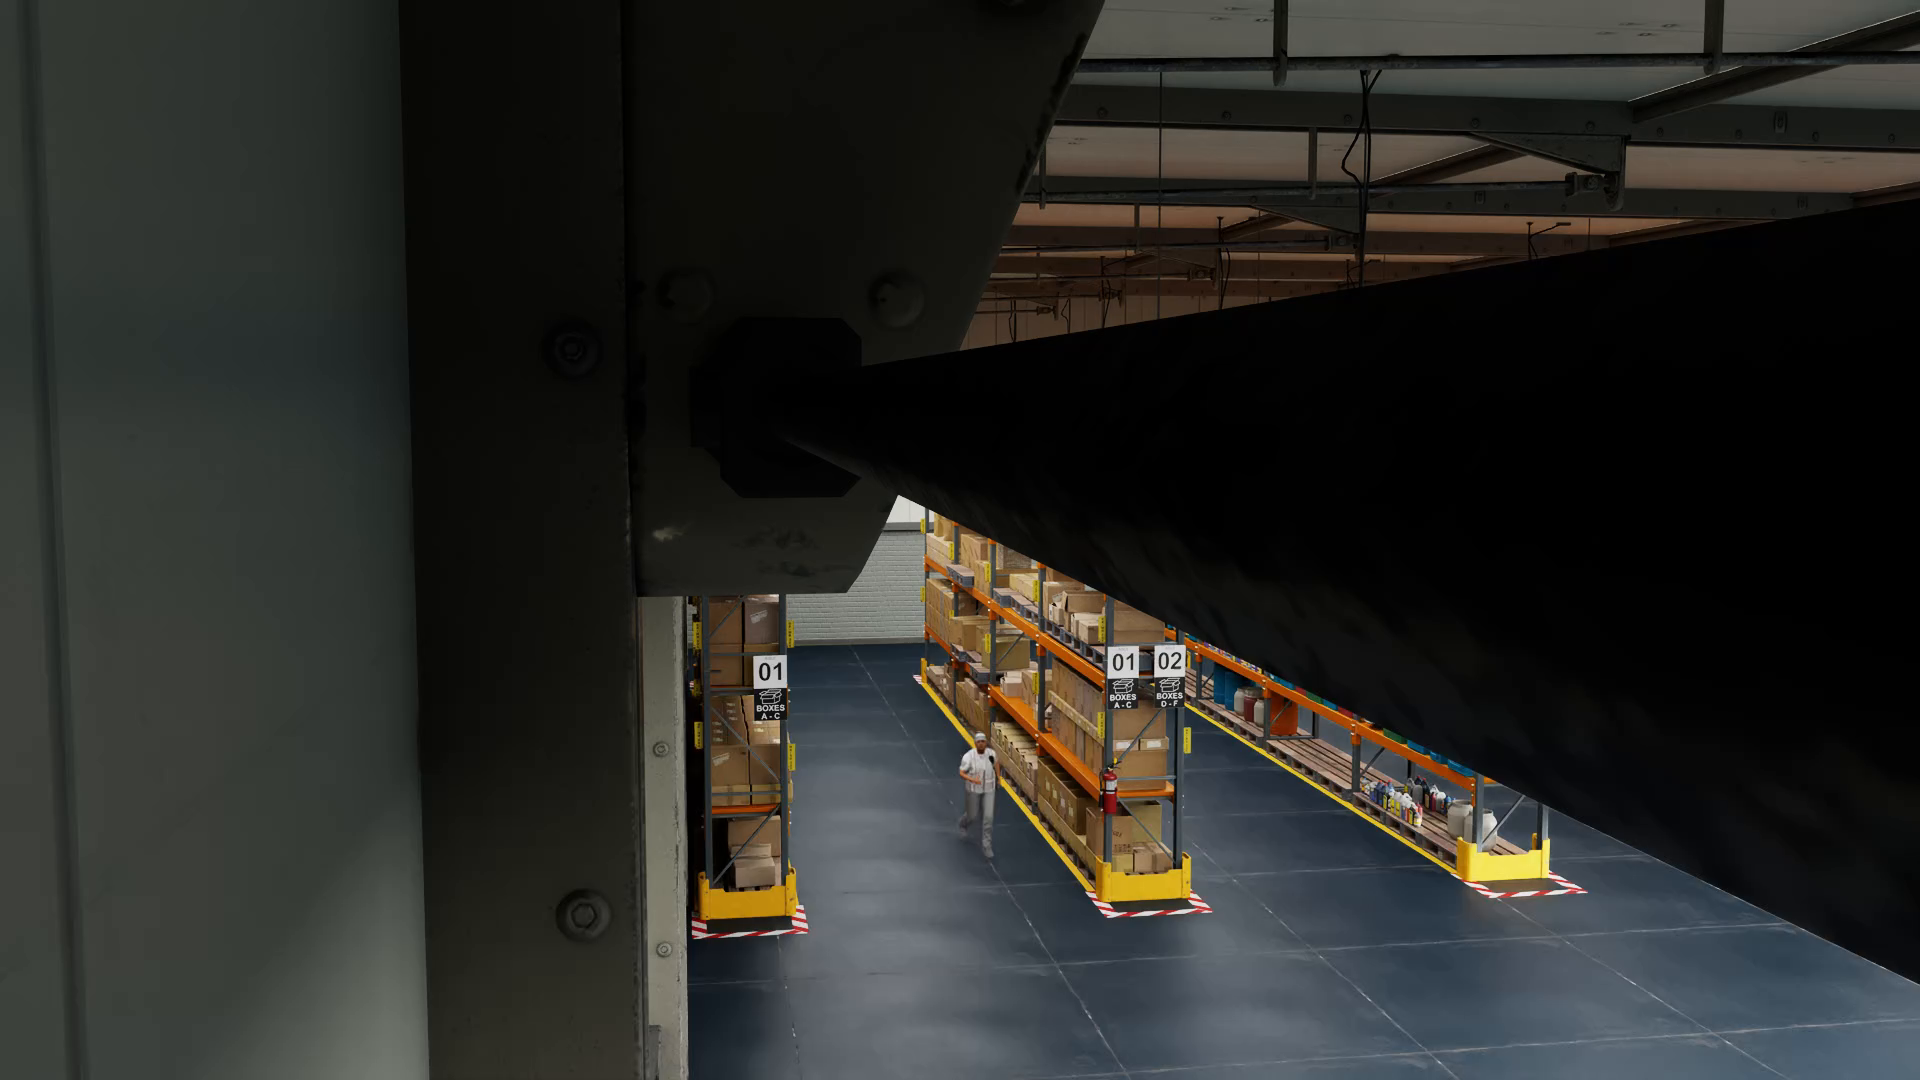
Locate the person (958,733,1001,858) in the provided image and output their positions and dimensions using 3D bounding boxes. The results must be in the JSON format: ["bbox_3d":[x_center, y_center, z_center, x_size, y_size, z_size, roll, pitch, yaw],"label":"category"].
[{"bbox_3d":[0.276,3.484,23.065,0.615,1.677,0.914,-1,5,-14],"label":"person"}]
